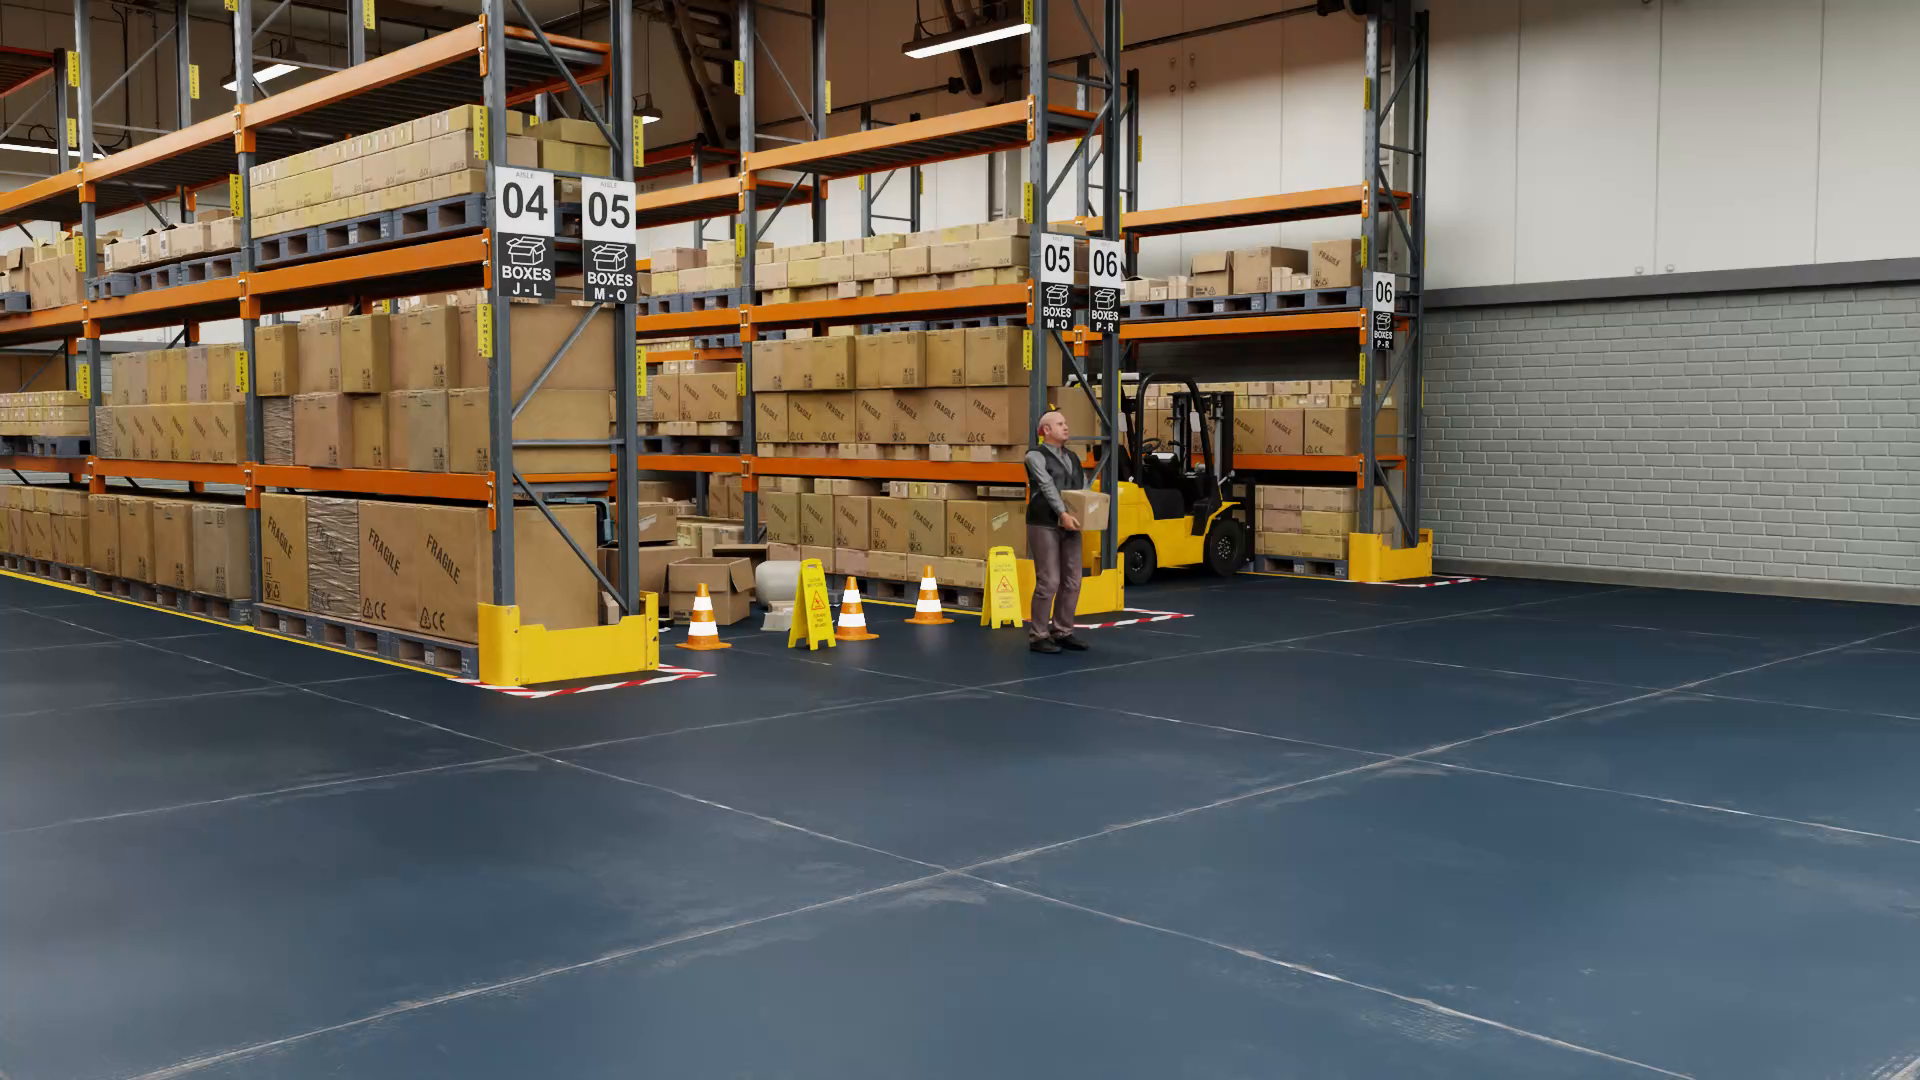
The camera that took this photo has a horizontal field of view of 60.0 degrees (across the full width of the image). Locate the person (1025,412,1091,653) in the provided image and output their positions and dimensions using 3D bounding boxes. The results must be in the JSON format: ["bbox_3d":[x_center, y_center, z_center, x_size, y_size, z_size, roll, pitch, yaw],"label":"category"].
[{"bbox_3d":[0.761,-0.058,11.876,0.494,1.712,0.549,-4,5,-43],"label":"person"}]
